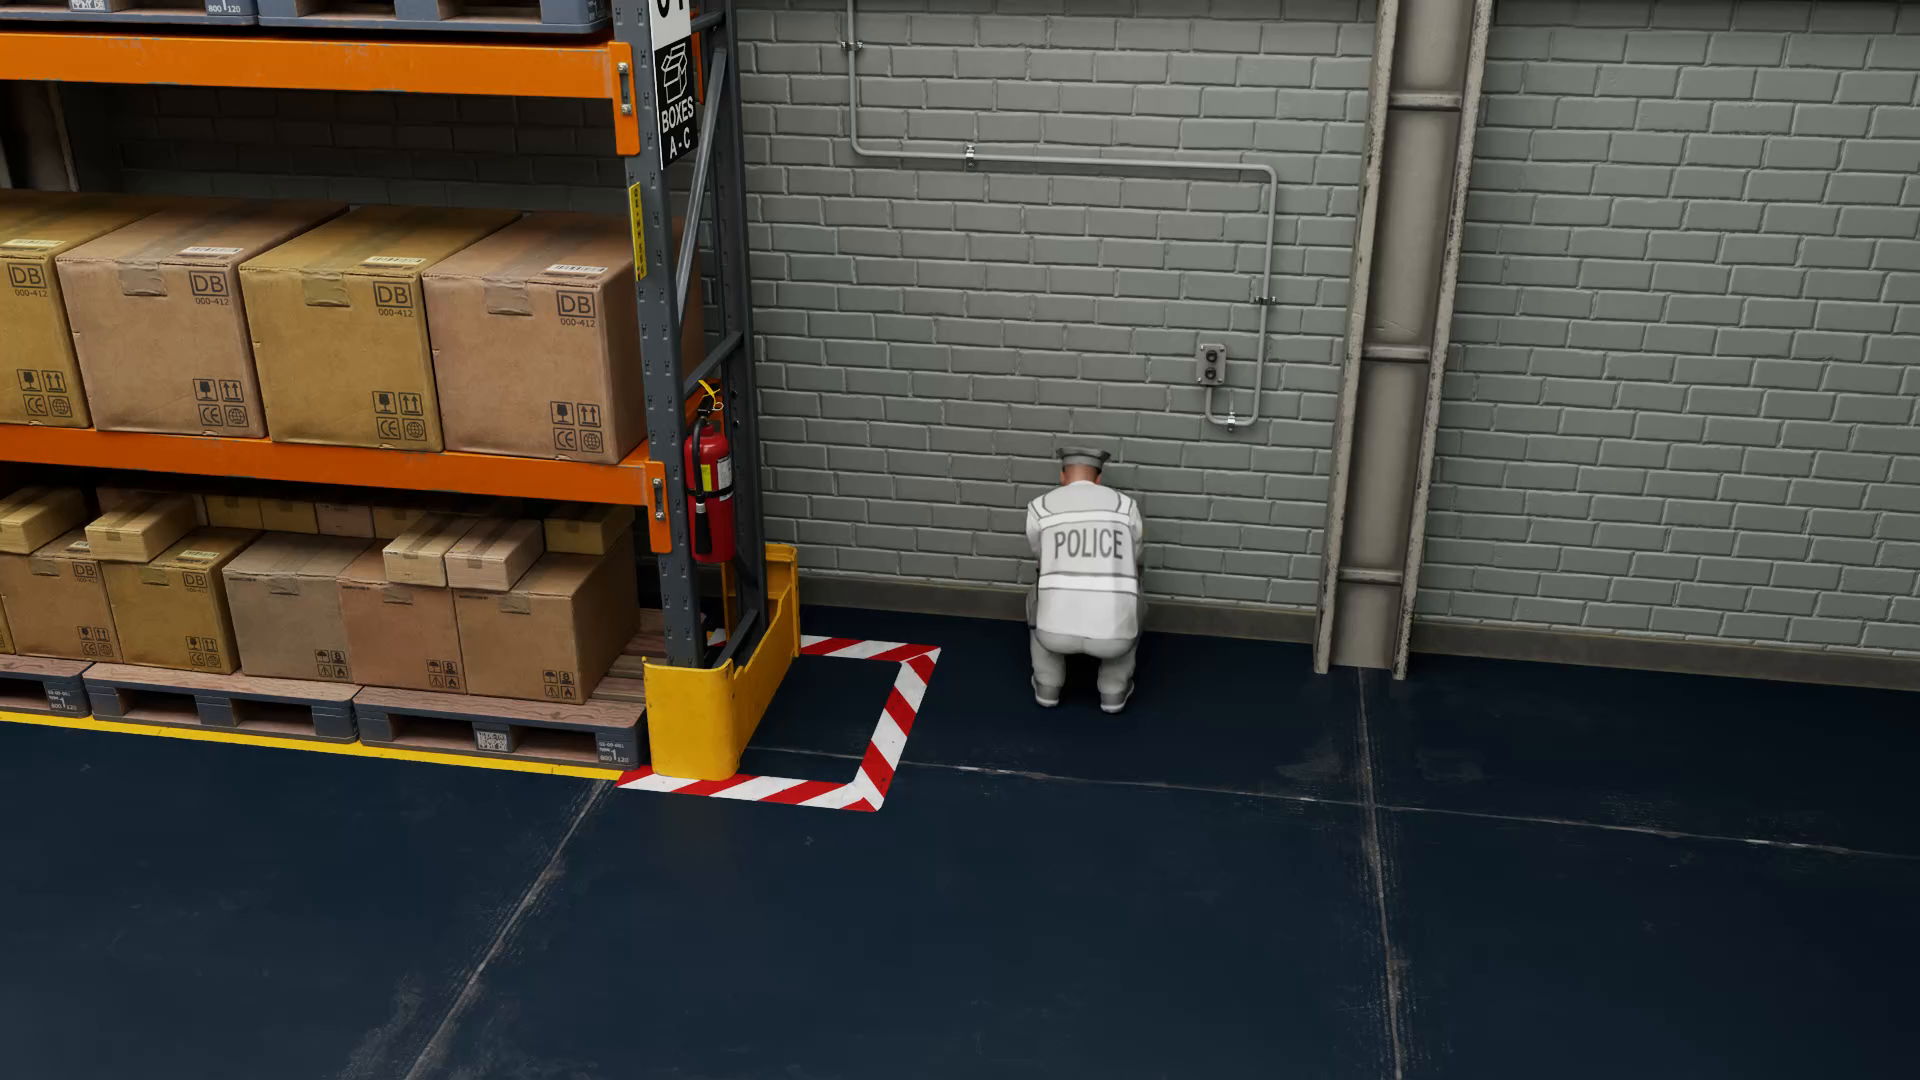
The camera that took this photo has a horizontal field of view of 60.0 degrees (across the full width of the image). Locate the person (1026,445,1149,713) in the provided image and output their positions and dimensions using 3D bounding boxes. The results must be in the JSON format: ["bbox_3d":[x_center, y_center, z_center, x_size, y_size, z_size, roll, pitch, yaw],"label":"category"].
[{"bbox_3d":[0.544,0.156,7.154,0.545,1.021,0.911,4,25,8],"label":"person"}]
